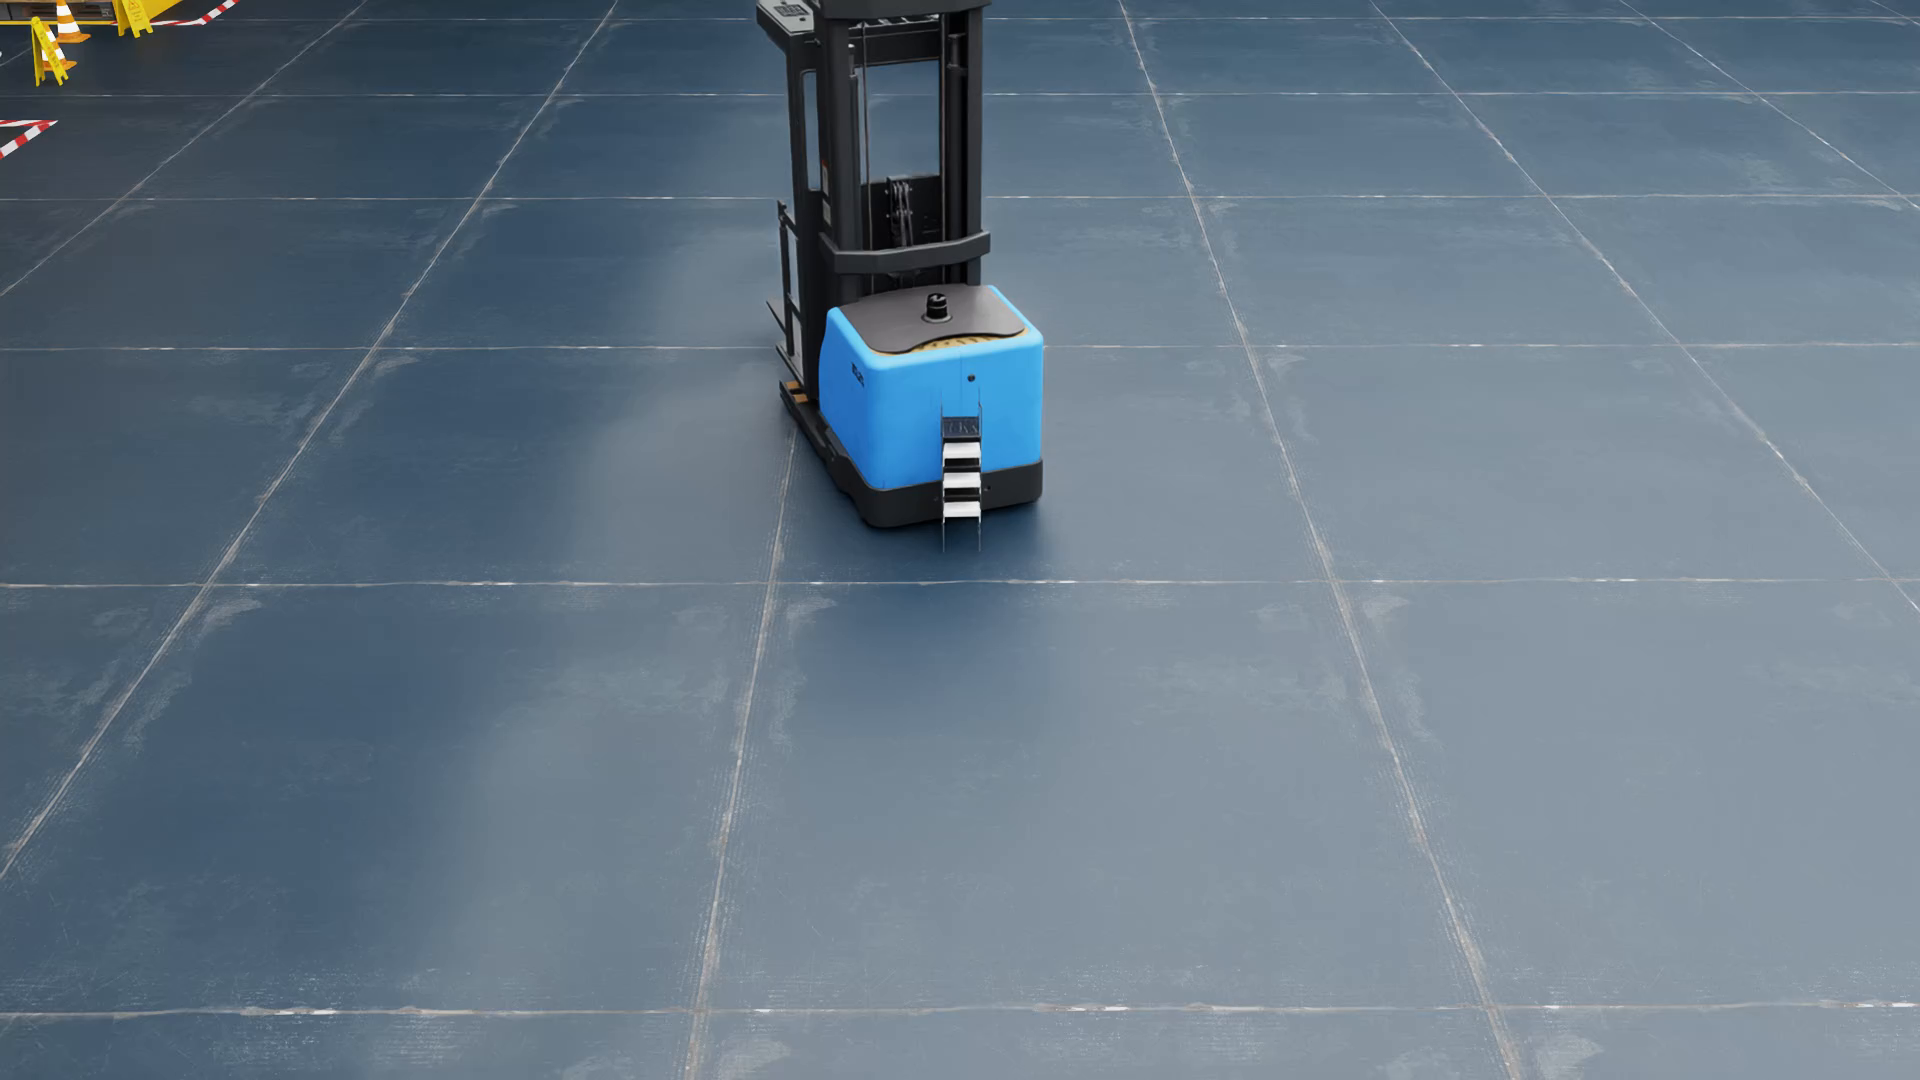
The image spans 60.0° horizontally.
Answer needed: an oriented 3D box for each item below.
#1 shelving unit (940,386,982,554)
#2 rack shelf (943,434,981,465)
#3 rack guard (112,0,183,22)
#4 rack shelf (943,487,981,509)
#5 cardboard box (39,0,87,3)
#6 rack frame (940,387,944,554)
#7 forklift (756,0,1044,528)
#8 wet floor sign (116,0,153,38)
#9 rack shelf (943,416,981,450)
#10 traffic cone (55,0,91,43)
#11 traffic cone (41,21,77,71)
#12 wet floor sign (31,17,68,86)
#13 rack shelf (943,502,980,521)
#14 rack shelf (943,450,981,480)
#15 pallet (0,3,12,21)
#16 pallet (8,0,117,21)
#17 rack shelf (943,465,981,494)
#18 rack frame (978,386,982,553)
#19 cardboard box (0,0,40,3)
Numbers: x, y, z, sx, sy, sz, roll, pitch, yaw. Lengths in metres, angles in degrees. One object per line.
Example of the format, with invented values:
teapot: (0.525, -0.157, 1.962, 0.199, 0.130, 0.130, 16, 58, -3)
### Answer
shelving unit: (0.005, -0.373, 8.996, 0.210, 0.900, 0.258, -1, 31, -2)
rack shelf: (0.005, -0.498, 8.920, 0.200, 0.077, 0.258, -1, 31, -2)
rack guard: (-9.467, -6.416, 19.342, 0.348, 0.500, 1.175, 0, 31, 0)
rack shelf: (0.005, -0.267, 9.061, 0.200, 0.077, 0.258, -1, 31, -2)
cardboard box: (-10.221, -6.346, 19.064, 0.500, 0.250, 0.500, 0, 31, -1)
rack frame: (-0.096, -0.370, 8.993, 0.006, 0.900, 0.240, -1, 31, -2)
forklift: (-0.511, -2.075, 9.844, 1.130, 2.935, 3.031, -11, 33, -17)
wet floor sign: (-9.194, -5.924, 18.391, 0.232, 0.644, 0.267, 10, 33, 17)
rack shelf: (0.005, -0.575, 8.874, 0.200, 0.077, 0.258, -1, 31, -2)
traffic cone: (-9.813, -5.729, 18.247, 0.334, 0.463, 0.336, 0, 31, 0)
traffic cone: (-9.466, -5.155, 17.300, 0.334, 0.463, 0.336, 0, 31, 0)
wet floor sign: (-9.243, -4.938, 16.766, 0.232, 0.644, 0.267, -5, 32, -9)
rack shelf: (0.005, -0.190, 9.107, 0.200, 0.077, 0.258, -1, 31, -2)
rack shelf: (0.005, -0.421, 8.967, 0.200, 0.077, 0.258, -1, 31, -2)
pallet: (-11.496, -6.306, 19.439, 1.213, 0.211, 1.003, 0, 31, 0)
pallet: (-10.279, -6.308, 19.443, 1.213, 0.211, 1.003, 0, 31, 0)
rack shelf: (0.005, -0.344, 9.014, 0.200, 0.077, 0.258, -1, 31, -2)
rack frame: (0.107, -0.375, 9.000, 0.006, 0.900, 0.240, -1, 31, -2)
cardboard box: (-10.715, -6.349, 19.068, 0.500, 0.250, 0.500, 0, 31, 0)
